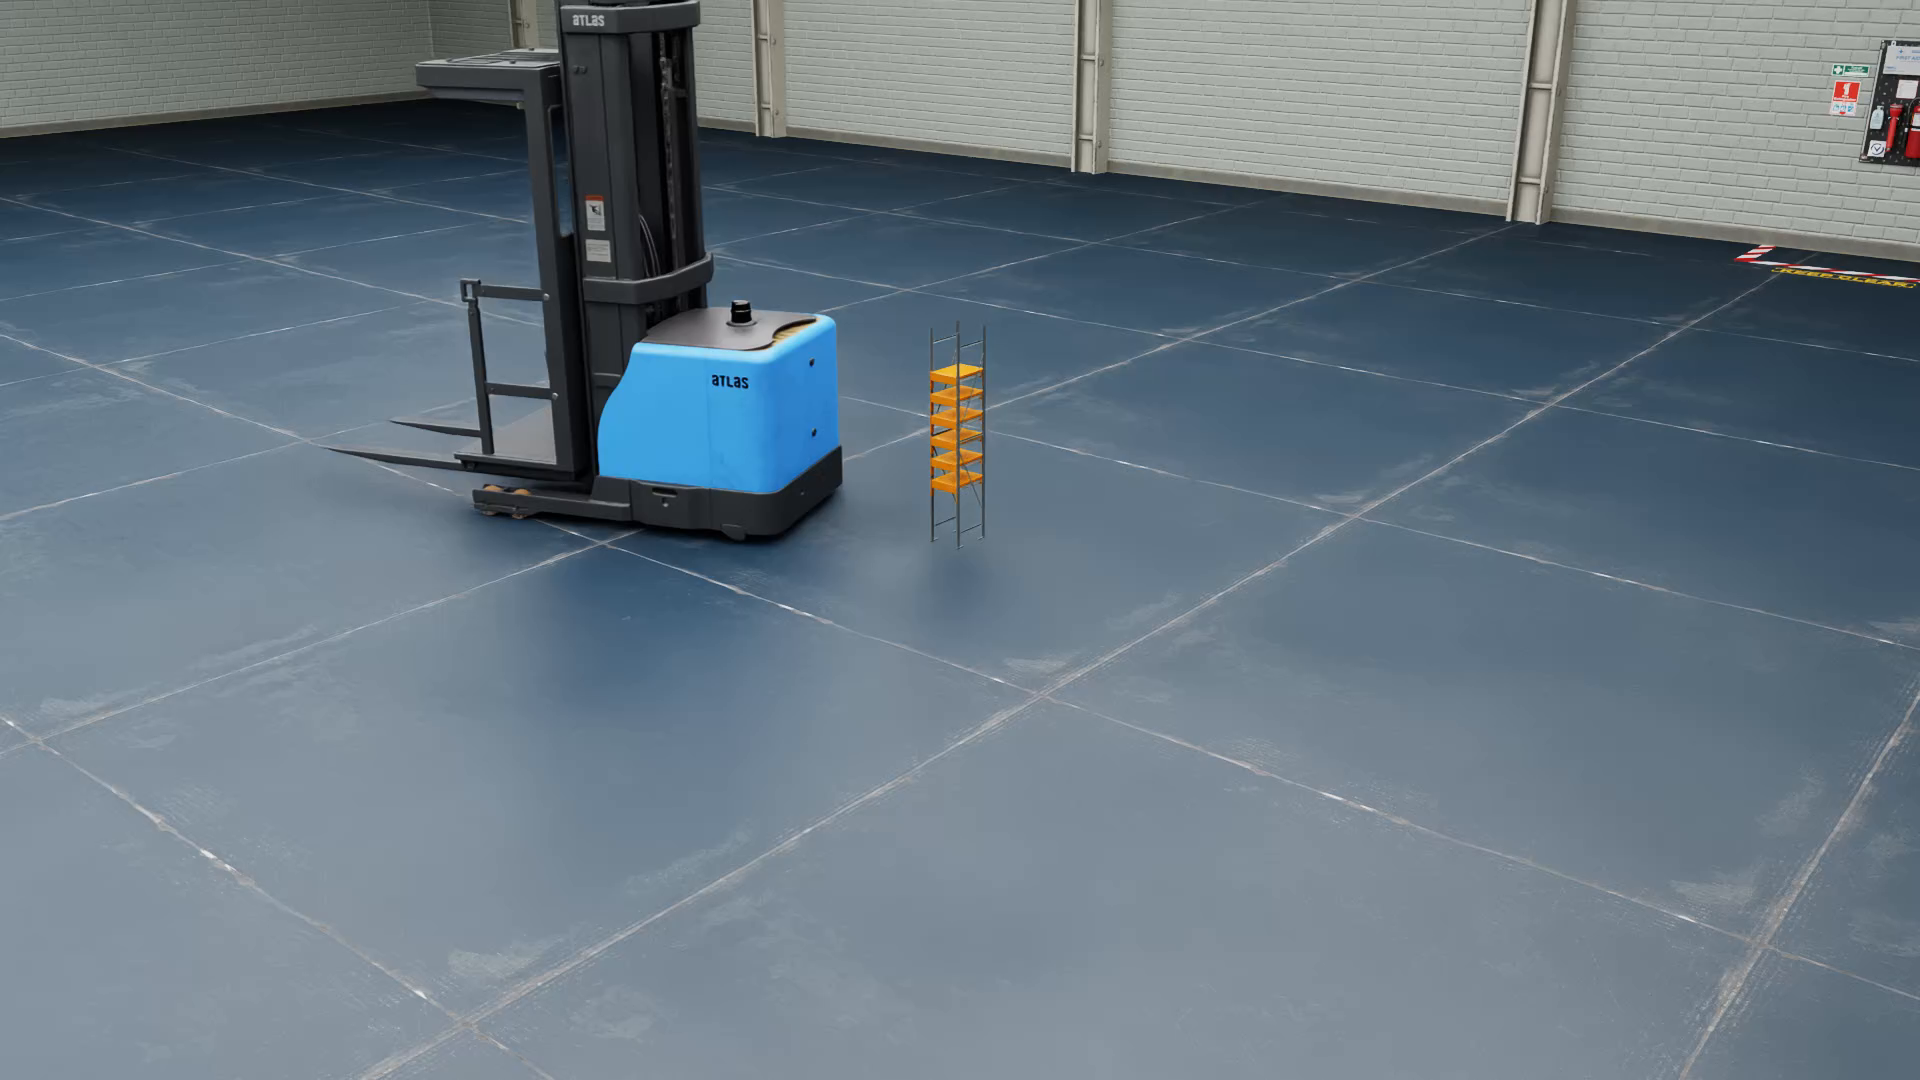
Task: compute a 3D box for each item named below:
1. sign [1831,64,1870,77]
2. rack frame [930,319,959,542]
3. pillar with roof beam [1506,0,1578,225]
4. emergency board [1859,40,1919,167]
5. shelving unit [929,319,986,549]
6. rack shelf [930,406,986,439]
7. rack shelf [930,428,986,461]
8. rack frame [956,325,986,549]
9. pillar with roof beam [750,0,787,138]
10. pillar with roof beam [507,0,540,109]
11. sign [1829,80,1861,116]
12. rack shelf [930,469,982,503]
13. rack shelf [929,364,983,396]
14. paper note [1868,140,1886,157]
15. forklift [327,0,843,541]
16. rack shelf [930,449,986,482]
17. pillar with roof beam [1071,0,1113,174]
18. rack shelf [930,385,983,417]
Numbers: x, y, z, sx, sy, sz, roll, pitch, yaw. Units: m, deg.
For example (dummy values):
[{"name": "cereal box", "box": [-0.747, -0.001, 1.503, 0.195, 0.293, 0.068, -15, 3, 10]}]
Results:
[{"name": "sign", "box": [8.772, -4.625, 16.380, 0.331, 0.109, 0.001, 16, 26, 36]}, {"name": "rack frame", "box": [-0.082, -0.585, 9.019, 0.006, 1.200, 0.240, 16, 26, 36]}, {"name": "pillar with roof beam", "box": [3.657, -6.619, 13.968, 0.400, 9.000, 9.100, 16, 26, 36]}, {"name": "emergency board", "box": [9.137, -4.212, 16.087, 0.643, 1.169, 0.194, 16, 26, 36]}, {"name": "shelving unit", "box": [-0.011, -0.565, 8.965, 0.189, 1.200, 0.258, 16, 26, 36]}, {"name": "rack shelf", "box": [-0.011, -0.635, 8.938, 0.180, 0.103, 0.258, 16, 26, 36]}, {"name": "rack shelf", "box": [-0.011, -0.523, 8.981, 0.180, 0.103, 0.258, 16, 26, 36]}, {"name": "rack frame", "box": [0.060, -0.544, 8.911, 0.006, 1.200, 0.240, 16, 26, 36]}, {"name": "pillar with roof beam", "box": [-5.639, -9.297, 21.068, 0.400, 9.000, 9.100, 16, 26, 36]}, {"name": "pillar with roof beam", "box": [-10.288, -10.635, 24.618, 0.400, 9.000, 9.100, 16, 26, 36]}, {"name": "sign", "box": [8.774, -4.381, 16.483, 0.234, 0.329, 0.001, 16, 26, 36]}, {"name": "rack shelf", "box": [-0.011, -0.298, 9.065, 0.180, 0.103, 0.258, 16, 26, 36]}, {"name": "rack shelf", "box": [-0.011, -0.860, 8.854, 0.180, 0.103, 0.258, 16, 26, 36]}, {"name": "paper note", "box": [9.044, -3.859, 16.398, 0.142, 0.148, 0.016, 16, 26, 36]}, {"name": "forklift", "box": [-2.270, -1.661, 9.418, 3.031, 2.935, 1.130, 7, 22, 17]}, {"name": "rack shelf", "box": [-0.011, -0.411, 9.023, 0.180, 0.103, 0.258, 16, 26, 36]}, {"name": "pillar with roof beam", "box": [-0.991, -7.958, 17.518, 0.400, 9.000, 9.100, 16, 26, 36]}, {"name": "rack shelf", "box": [-0.011, -0.748, 8.896, 0.180, 0.103, 0.258, 16, 26, 36]}]
